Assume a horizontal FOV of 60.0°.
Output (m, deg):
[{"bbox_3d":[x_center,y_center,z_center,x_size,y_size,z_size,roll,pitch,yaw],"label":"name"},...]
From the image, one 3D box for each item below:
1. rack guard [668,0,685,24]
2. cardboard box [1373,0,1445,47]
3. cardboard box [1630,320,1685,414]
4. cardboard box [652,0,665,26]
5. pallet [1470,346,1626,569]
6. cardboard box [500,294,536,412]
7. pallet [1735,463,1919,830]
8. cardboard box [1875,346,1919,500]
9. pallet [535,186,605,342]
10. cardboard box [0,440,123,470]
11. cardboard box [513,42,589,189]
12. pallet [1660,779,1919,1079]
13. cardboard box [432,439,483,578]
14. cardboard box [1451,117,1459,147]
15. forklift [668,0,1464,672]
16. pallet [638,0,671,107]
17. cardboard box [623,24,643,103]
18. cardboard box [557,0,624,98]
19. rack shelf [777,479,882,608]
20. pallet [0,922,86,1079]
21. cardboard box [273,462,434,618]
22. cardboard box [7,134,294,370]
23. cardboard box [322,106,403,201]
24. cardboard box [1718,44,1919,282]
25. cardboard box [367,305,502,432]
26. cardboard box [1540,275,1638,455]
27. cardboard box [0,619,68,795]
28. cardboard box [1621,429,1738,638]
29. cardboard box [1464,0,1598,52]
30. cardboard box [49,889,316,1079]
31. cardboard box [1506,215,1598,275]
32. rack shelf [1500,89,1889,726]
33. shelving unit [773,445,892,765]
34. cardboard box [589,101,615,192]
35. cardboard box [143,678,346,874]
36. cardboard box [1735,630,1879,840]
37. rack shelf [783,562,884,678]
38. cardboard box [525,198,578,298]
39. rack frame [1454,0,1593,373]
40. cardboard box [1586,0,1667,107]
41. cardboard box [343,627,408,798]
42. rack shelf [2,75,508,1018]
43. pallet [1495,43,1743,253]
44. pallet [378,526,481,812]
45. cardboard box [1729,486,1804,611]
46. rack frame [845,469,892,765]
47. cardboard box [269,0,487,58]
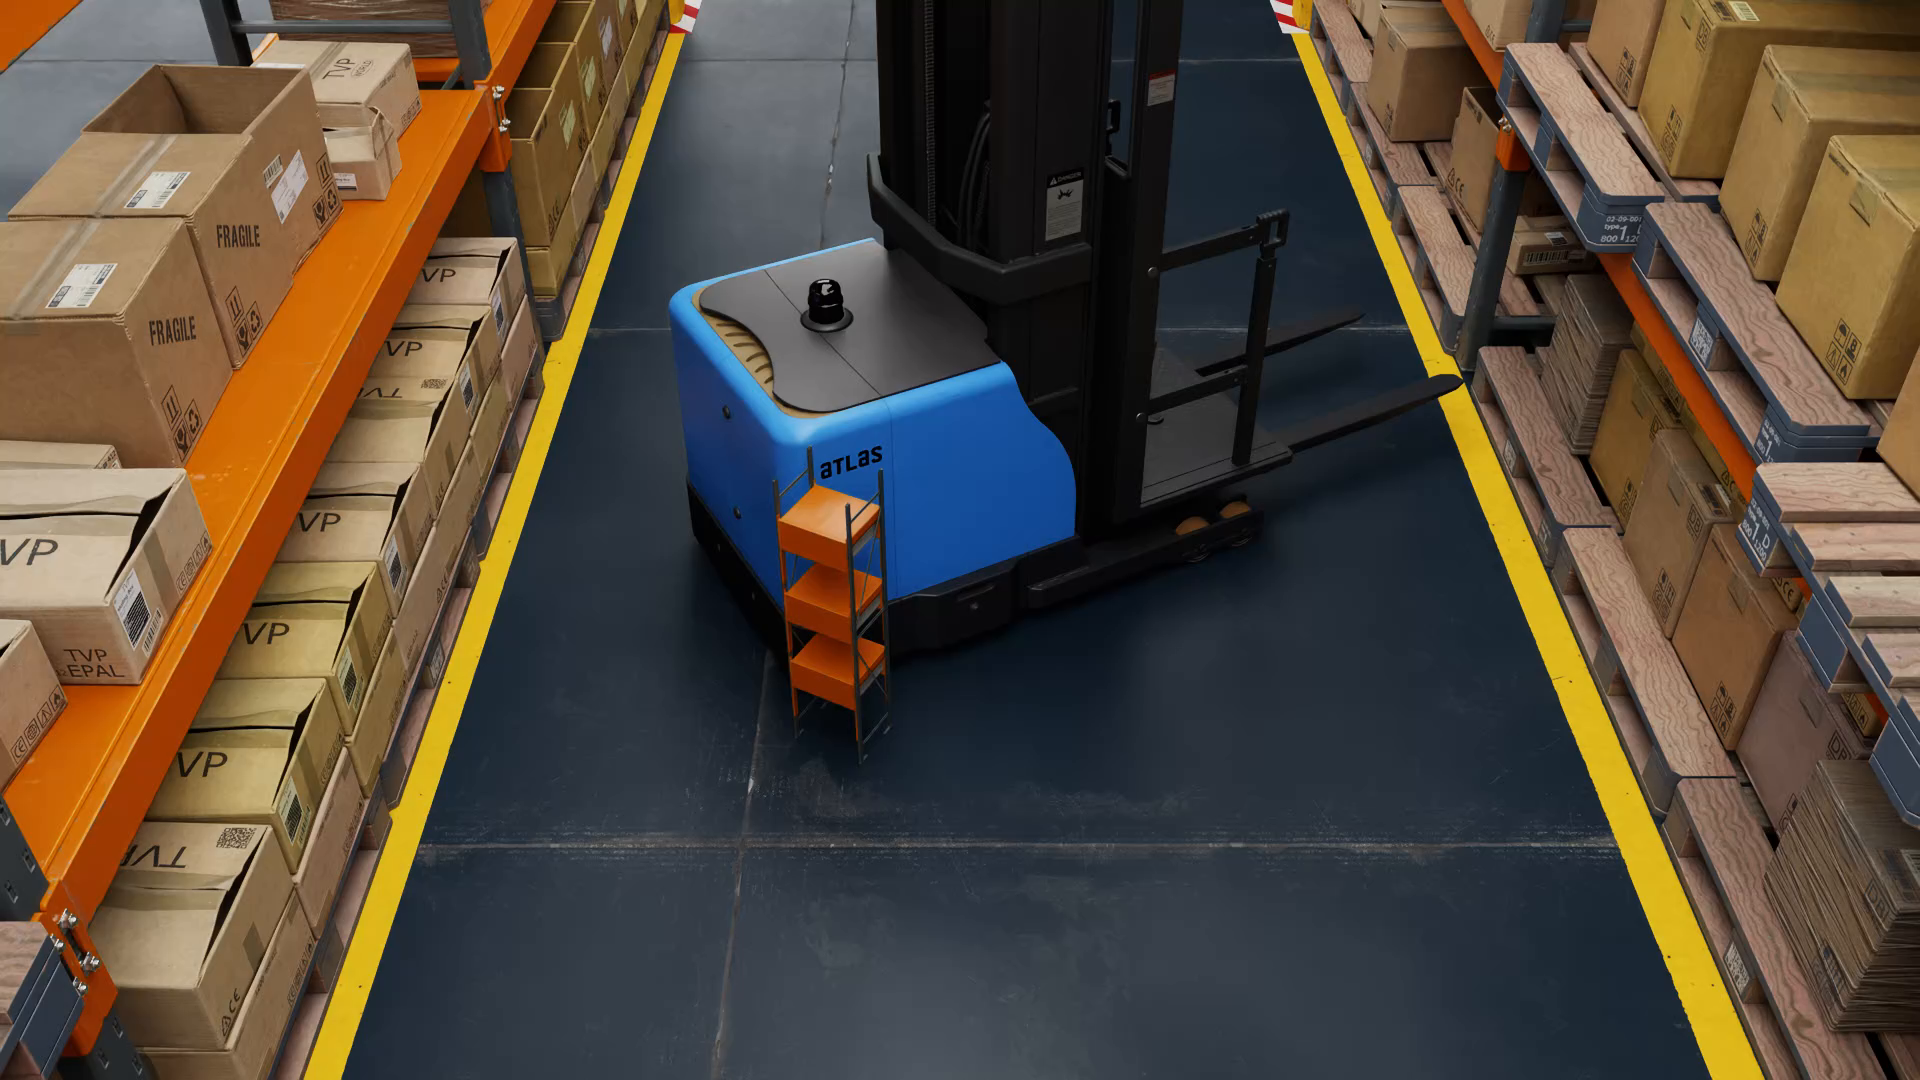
[{"bbox_3d":[-2.305,-3.462,10.170,1.175,0.500,0.348,0,39,0],"label":"rack guard"},{"bbox_3d":[2.560,-2.761,9.095,0.500,0.311,0.500,3,39,4],"label":"cardboard box"},{"bbox_3d":[2.674,-0.680,5.747,0.500,0.250,0.500,-1,39,-1],"label":"cardboard box"},{"bbox_3d":[-2.009,-3.178,9.680,0.500,0.250,0.500,0,39,0],"label":"cardboard box"},{"bbox_3d":[2.655,-0.352,6.520,1.003,0.211,1.213,0,39,0],"label":"pallet"},{"bbox_3d":[-2.010,-0.752,6.653,0.500,0.250,0.500,0,39,0],"label":"cardboard box"},{"bbox_3d":[2.550,0.204,3.750,1.213,0.211,1.003,0,39,0],"label":"pallet"},{"bbox_3d":[2.619,-0.279,3.768,0.700,0.500,0.500,-3,39,-4],"label":"cardboard box"},{"bbox_3d":[-2.260,-1.330,7.741,1.003,0.211,1.213,0,39,0],"label":"pallet"},{"bbox_3d":[-2.354,-0.119,4.200,0.380,0.149,0.250,3,39,3],"label":"cardboard box"},{"bbox_3d":[-1.997,-1.907,7.494,0.500,0.500,0.500,0,39,0],"label":"cardboard box"},{"bbox_3d":[2.658,1.174,4.616,1.003,0.211,1.213,0,39,0],"label":"pallet"},{"bbox_3d":[-2.010,-0.116,5.859,0.500,0.250,0.500,1,39,1],"label":"cardboard box"},{"bbox_3d":[2.671,-1.986,8.258,0.380,0.149,0.250,-3,39,-4],"label":"cardboard box"},{"bbox_3d":[0.546,-1.332,5.569,3.031,2.935,1.130,-19,42,-22],"label":"forklift"},{"bbox_3d":[-2.263,-2.856,9.645,1.003,0.211,1.213,0,39,0],"label":"pallet"},{"bbox_3d":[-1.994,-2.553,8.899,0.500,0.250,0.500,0,39,0],"label":"cardboard box"},{"bbox_3d":[-1.992,-2.532,8.275,0.500,0.500,0.500,0,39,0],"label":"cardboard box"},{"bbox_3d":[-0.382,0.008,4.963,0.240,0.259,0.215,19,42,22],"label":"rack shelf"},{"bbox_3d":[-2.225,1.079,2.658,1.213,0.211,1.003,0,39,0],"label":"pallet"},{"bbox_3d":[-2.012,-0.026,5.298,0.500,0.311,0.500,0,39,-1],"label":"cardboard box"},{"bbox_3d":[-2.315,-0.837,4.816,0.500,0.500,0.500,0,39,0],"label":"cardboard box"},{"bbox_3d":[-2.116,-1.319,5.604,0.396,0.266,0.258,-1,39,-1],"label":"cardboard box"},{"bbox_3d":[2.645,-1.058,4.740,0.700,0.500,0.500,5,39,6],"label":"cardboard box"},{"bbox_3d":[-2.007,-0.652,6.079,0.500,0.311,0.500,1,39,1],"label":"cardboard box"},{"bbox_3d":[2.670,-0.663,6.325,0.700,0.500,0.500,1,39,1],"label":"cardboard box"},{"bbox_3d":[-2.253,0.388,3.438,0.500,0.311,0.500,2,39,3],"label":"cardboard box"},{"bbox_3d":[2.681,-0.020,5.524,0.700,0.500,0.500,0,39,0],"label":"cardboard box"},{"bbox_3d":[2.349,-2.172,6.665,0.500,0.250,0.500,0,39,0],"label":"cardboard box"},{"bbox_3d":[-2.003,1.162,4.264,0.500,0.250,0.500,0,39,0],"label":"cardboard box"},{"bbox_3d":[2.622,-1.327,7.421,0.380,0.166,0.250,-5,39,-6],"label":"cardboard box"},{"bbox_3d":[2.655,-0.395,4.920,1.077,0.370,4.000,0,39,0],"label":"rack shelf"},{"bbox_3d":[-0.382,0.222,5.134,0.252,1.050,0.215,19,42,22],"label":"shelving unit"},{"bbox_3d":[-1.989,-1.927,8.119,0.500,0.250,0.500,0,39,0],"label":"cardboard box"},{"bbox_3d":[-2.012,0.615,4.499,0.500,0.311,0.500,-1,39,-1],"label":"cardboard box"},{"bbox_3d":[2.720,0.606,4.742,0.700,0.500,0.500,0,39,0],"label":"cardboard box"},{"bbox_3d":[-0.382,0.230,5.141,0.240,0.259,0.215,19,42,22],"label":"rack shelf"},{"bbox_3d":[-1.998,-1.302,7.339,0.500,0.250,0.500,0,39,0],"label":"cardboard box"},{"bbox_3d":[2.653,-1.927,6.255,1.000,3.000,0.127,0,39,0],"label":"rack frame"},{"bbox_3d":[2.620,-1.819,5.689,0.700,0.500,0.500,0,39,0],"label":"cardboard box"},{"bbox_3d":[-2.011,0.523,5.062,0.500,0.250,0.500,-1,39,-1],"label":"cardboard box"},{"bbox_3d":[-2.298,-0.389,4.912,1.077,0.370,4.000,0,39,0],"label":"rack shelf"},{"bbox_3d":[2.508,-1.374,5.719,1.003,0.211,1.213,0,39,0],"label":"pallet"},{"bbox_3d":[-2.257,0.393,5.591,1.003,0.211,1.213,0,39,0],"label":"pallet"},{"bbox_3d":[2.661,-0.042,4.952,0.500,0.250,0.500,0,39,0],"label":"cardboard box"},{"bbox_3d":[-0.274,0.258,5.089,0.008,1.050,0.200,19,42,22],"label":"rack frame"},{"bbox_3d":[-2.308,-2.237,6.563,0.700,0.500,0.500,-1,39,-1],"label":"cardboard box"}]
